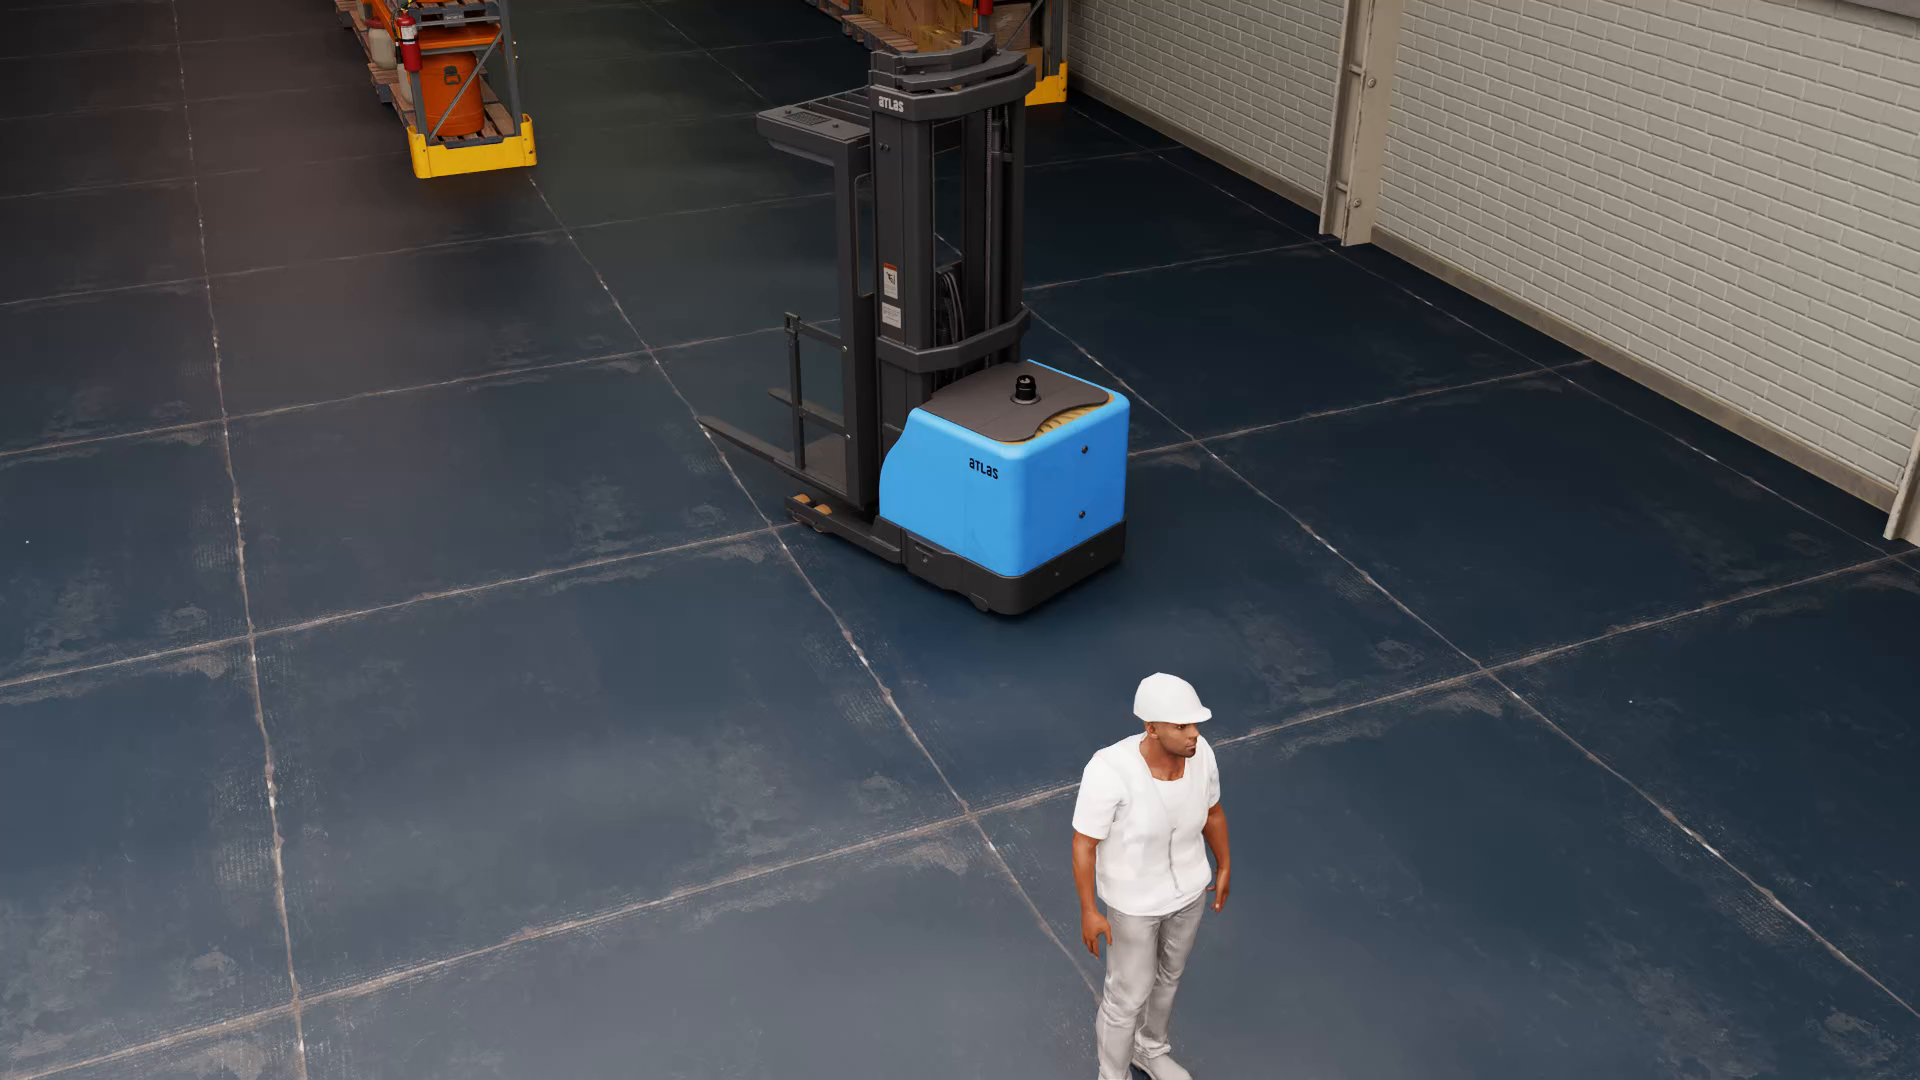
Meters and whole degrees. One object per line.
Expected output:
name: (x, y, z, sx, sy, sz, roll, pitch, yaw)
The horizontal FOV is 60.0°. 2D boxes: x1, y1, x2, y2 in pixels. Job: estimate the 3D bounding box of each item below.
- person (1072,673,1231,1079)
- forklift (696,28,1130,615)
person: (0.742, 1.304, 5.999, 0.666, 1.766, 0.576, -16, 34, -26)
forklift: (-0.436, -1.483, 9.714, 3.031, 2.935, 1.130, 26, 39, 37)
